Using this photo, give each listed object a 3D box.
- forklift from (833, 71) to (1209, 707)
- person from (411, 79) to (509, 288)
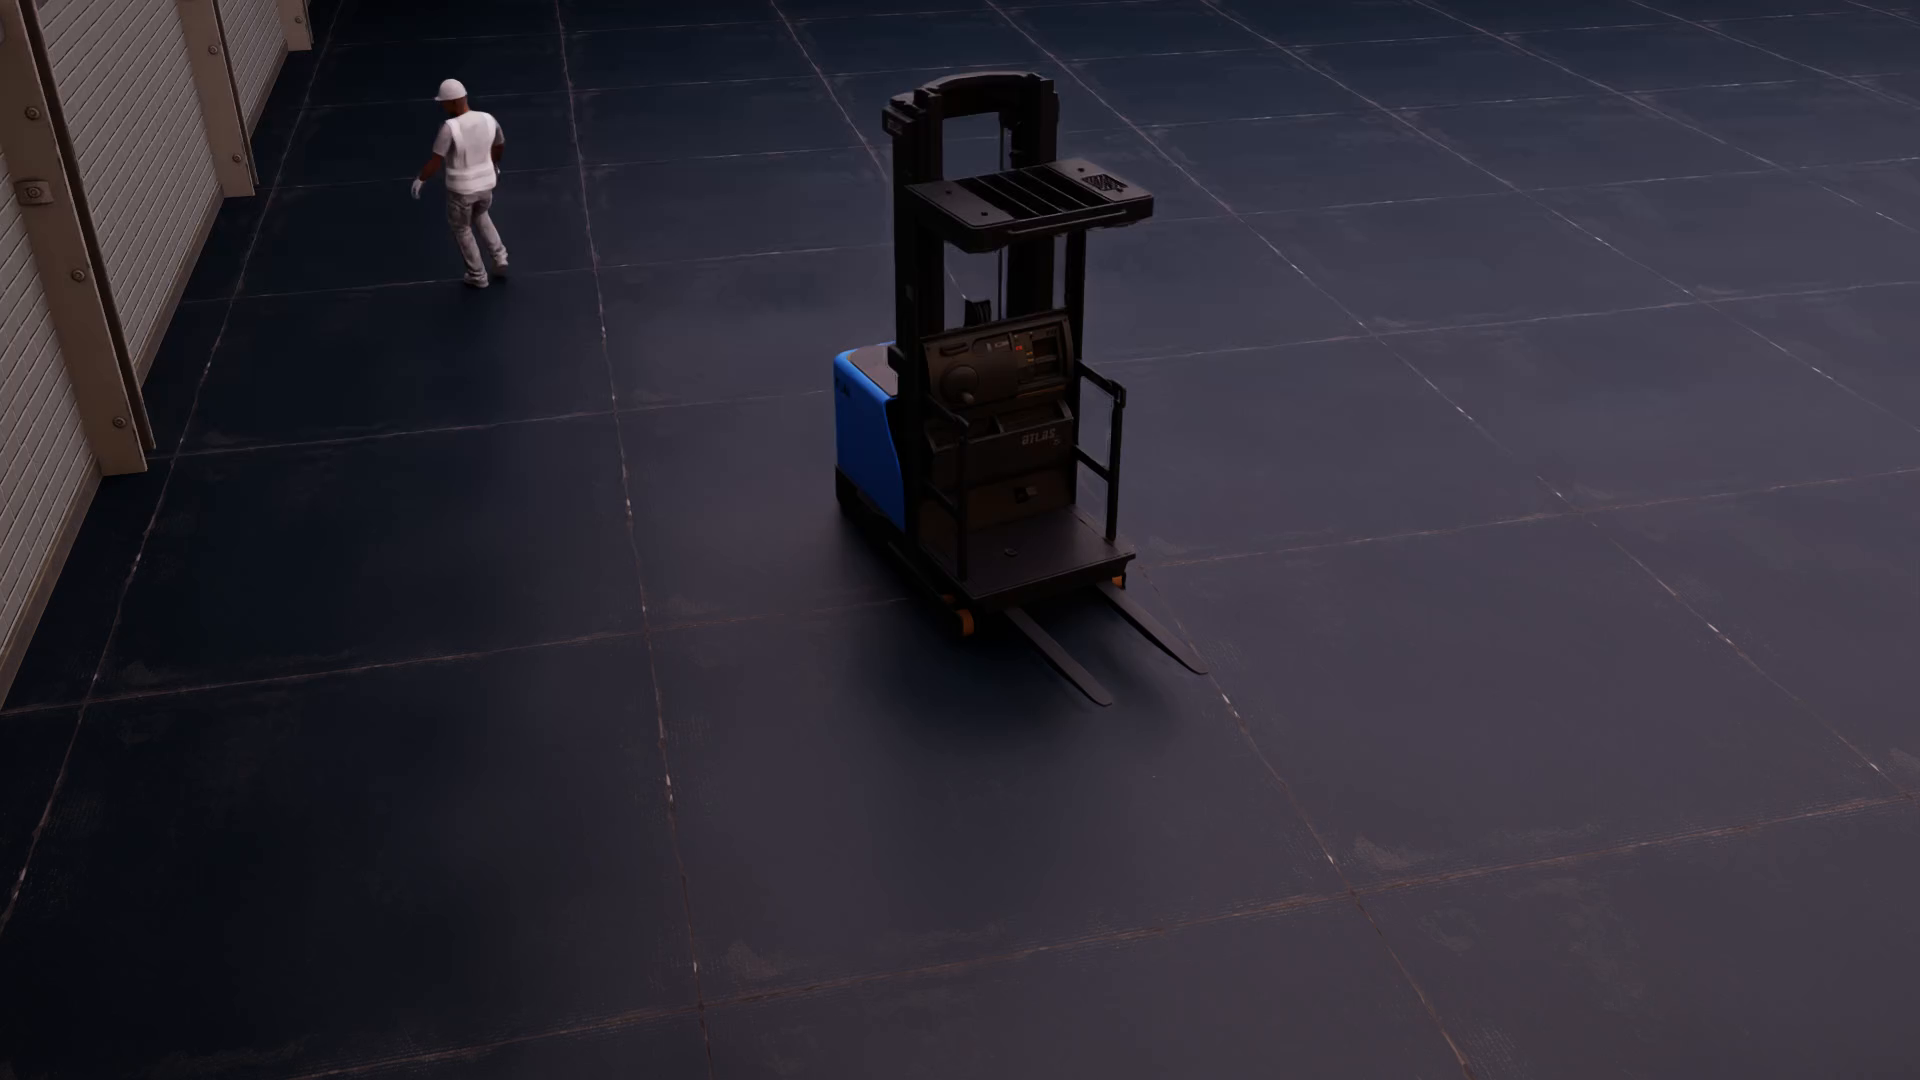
[{"bbox_3d":[0.326,-0.968,9.246,1.130,2.935,3.031,-15,33,-24],"label":"forklift"},{"bbox_3d":[-4.151,-2.953,13.875,0.488,1.774,0.848,26,39,37],"label":"person"}]
